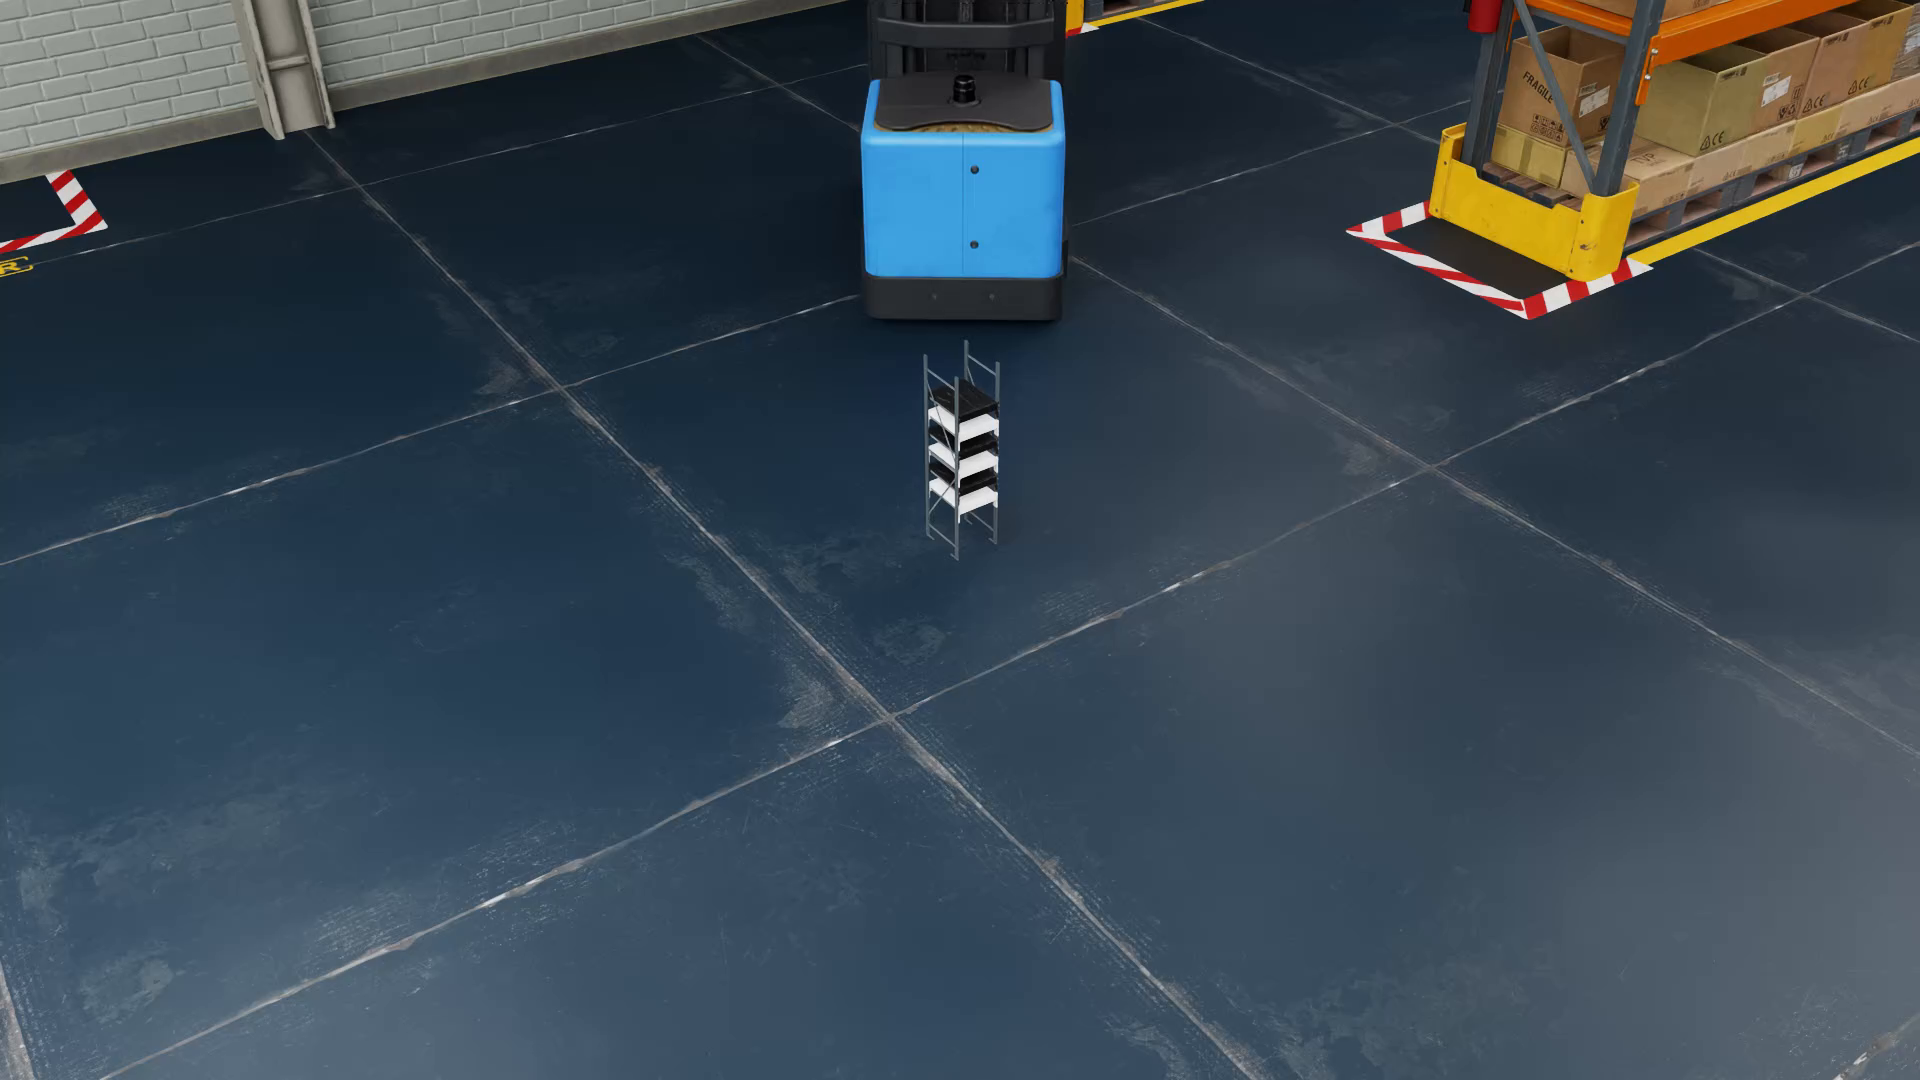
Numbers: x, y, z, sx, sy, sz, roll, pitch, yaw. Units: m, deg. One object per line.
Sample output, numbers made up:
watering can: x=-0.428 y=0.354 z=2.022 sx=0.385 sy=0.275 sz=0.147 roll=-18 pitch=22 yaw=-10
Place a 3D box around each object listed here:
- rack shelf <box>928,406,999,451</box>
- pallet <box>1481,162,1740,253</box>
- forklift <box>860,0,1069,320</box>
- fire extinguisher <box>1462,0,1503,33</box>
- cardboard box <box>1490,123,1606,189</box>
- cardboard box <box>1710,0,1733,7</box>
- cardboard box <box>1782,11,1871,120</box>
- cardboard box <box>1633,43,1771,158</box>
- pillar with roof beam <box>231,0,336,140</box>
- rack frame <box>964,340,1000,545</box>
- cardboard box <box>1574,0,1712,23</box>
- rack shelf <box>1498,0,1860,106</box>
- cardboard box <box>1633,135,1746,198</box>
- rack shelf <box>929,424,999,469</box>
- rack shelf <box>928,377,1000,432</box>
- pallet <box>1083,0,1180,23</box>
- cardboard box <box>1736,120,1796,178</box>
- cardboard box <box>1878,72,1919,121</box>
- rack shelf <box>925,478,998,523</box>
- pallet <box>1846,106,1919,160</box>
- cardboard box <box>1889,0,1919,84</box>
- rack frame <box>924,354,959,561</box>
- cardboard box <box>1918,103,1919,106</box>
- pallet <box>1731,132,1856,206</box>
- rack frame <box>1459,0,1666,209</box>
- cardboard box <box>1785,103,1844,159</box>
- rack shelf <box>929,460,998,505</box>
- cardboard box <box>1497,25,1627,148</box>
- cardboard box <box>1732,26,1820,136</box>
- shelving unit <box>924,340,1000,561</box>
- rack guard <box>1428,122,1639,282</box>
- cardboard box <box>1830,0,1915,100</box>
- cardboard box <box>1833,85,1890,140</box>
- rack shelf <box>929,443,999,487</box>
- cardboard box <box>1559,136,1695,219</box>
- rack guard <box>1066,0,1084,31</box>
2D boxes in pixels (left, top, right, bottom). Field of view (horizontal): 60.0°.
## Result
rack shelf: x=0.007 y=-0.487 z=6.905 sx=0.200 sy=0.077 sz=0.258 roll=-22 pitch=41 yaw=-28
pallet: x=3.886 y=-2.127 z=10.027 sx=1.213 sy=0.211 sz=1.003 roll=-22 pitch=41 yaw=-28
forklift: x=0.041 y=-3.173 z=9.152 sx=1.130 sy=2.935 sz=3.031 roll=1 pitch=36 yaw=1
fire extinguisher: x=2.920 y=-3.133 z=9.103 sx=0.183 sy=0.674 sz=0.296 roll=-22 pitch=41 yaw=-28
cardboard box: x=3.553 y=-2.358 z=9.954 sx=0.500 sy=0.250 sz=0.500 roll=-22 pitch=41 yaw=-28
cardboard box: x=4.100 y=-3.353 z=9.257 sx=0.500 sy=0.500 sz=0.700 roll=-21 pitch=41 yaw=-27
cardboard box: x=5.079 y=-2.918 z=10.092 sx=0.500 sy=0.500 sz=0.500 roll=-22 pitch=41 yaw=-28
cardboard box: x=4.259 y=-2.584 z=9.627 sx=0.500 sy=0.500 sz=0.500 roll=-22 pitch=41 yaw=-28
pillar with roof beam: x=-1.923 y=-4.356 z=5.600 sx=0.400 sy=9.000 sz=9.100 roll=-22 pitch=41 yaw=-28
rack frame: x=0.090 y=-0.402 z=7.039 sx=0.006 sy=0.900 sz=0.240 roll=-22 pitch=41 yaw=-28
cardboard box: x=3.674 y=-3.174 z=9.008 sx=0.500 sy=0.500 sz=0.700 roll=-22 pitch=41 yaw=-28
rack shelf: x=4.919 y=-3.363 z=9.973 sx=4.000 sy=0.370 sz=1.077 roll=-22 pitch=41 yaw=-28
cardboard box: x=4.258 y=-2.280 z=9.847 sx=0.500 sy=0.250 sz=0.500 roll=-22 pitch=41 yaw=-28
rack shelf: x=0.007 y=-0.414 z=6.958 sx=0.200 sy=0.077 sz=0.258 roll=-22 pitch=41 yaw=-28
rack shelf: x=0.007 y=-0.560 z=6.853 sx=0.200 sy=0.077 sz=0.258 roll=-22 pitch=41 yaw=-28
pallet: x=1.174 y=-4.495 z=13.319 sx=1.213 sy=0.211 sz=1.003 roll=-22 pitch=41 yaw=-28
cardboard box: x=4.667 y=-2.448 z=10.081 sx=0.500 sy=0.250 sz=0.500 roll=-22 pitch=41 yaw=-28
cardboard box: x=5.887 y=-2.958 z=10.789 sx=0.500 sy=0.250 sz=0.500 roll=-22 pitch=41 yaw=-28
rack shelf: x=0.007 y=-0.195 z=7.116 sx=0.200 sy=0.077 sz=0.258 roll=-22 pitch=41 yaw=-28
pallet: x=5.880 y=-2.948 z=11.168 sx=1.213 sy=0.211 sz=1.003 roll=-22 pitch=41 yaw=-28
cardboard box: x=5.886 y=-3.263 z=10.571 sx=0.500 sy=0.500 sz=0.500 roll=-22 pitch=41 yaw=-28
rack frame: x=-0.076 y=-0.334 z=6.943 sx=0.006 sy=0.900 sz=0.240 roll=-22 pitch=41 yaw=-28
cardboard box: x=6.301 y=-3.121 z=11.016 sx=0.500 sy=0.250 sz=0.500 roll=-22 pitch=41 yaw=-28
pallet: x=4.882 y=-2.535 z=10.594 sx=1.213 sy=0.211 sz=1.003 roll=-22 pitch=41 yaw=-28
rack frame: x=3.285 y=-2.982 z=8.827 sx=0.127 sy=3.000 sz=1.000 roll=-22 pitch=41 yaw=-28
cardboard box: x=5.078 y=-2.614 z=10.311 sx=0.500 sy=0.250 sz=0.500 roll=-22 pitch=41 yaw=-28
rack shelf: x=0.007 y=-0.268 z=7.063 sx=0.200 sy=0.077 sz=0.258 roll=-22 pitch=41 yaw=-28
cardboard box: x=3.552 y=-2.663 z=9.737 sx=0.500 sy=0.500 sz=0.500 roll=-22 pitch=41 yaw=-28
cardboard box: x=4.660 y=-2.758 z=9.869 sx=0.500 sy=0.500 sz=0.500 roll=-22 pitch=41 yaw=-28
shelving unit: x=0.007 y=-0.368 z=6.991 sx=0.210 sy=0.900 sz=0.258 roll=-22 pitch=41 yaw=-28
rack guard: x=3.265 y=-1.959 z=9.546 sx=0.348 sy=0.500 sz=1.175 roll=-22 pitch=41 yaw=-28
cardboard box: x=5.479 y=-3.093 z=10.335 sx=0.500 sy=0.500 sz=0.500 roll=-22 pitch=41 yaw=-28
cardboard box: x=5.486 y=-2.783 z=10.545 sx=0.500 sy=0.250 sz=0.500 roll=-22 pitch=41 yaw=-28
rack shelf: x=0.007 y=-0.341 z=7.011 sx=0.200 sy=0.077 sz=0.258 roll=-22 pitch=41 yaw=-28
cardboard box: x=3.851 y=-2.111 z=9.611 sx=0.500 sy=0.250 sz=0.500 roll=-22 pitch=41 yaw=-28
rack guard: x=0.490 y=-4.356 z=12.878 sx=0.348 sy=0.500 sz=1.175 roll=-22 pitch=41 yaw=-28
